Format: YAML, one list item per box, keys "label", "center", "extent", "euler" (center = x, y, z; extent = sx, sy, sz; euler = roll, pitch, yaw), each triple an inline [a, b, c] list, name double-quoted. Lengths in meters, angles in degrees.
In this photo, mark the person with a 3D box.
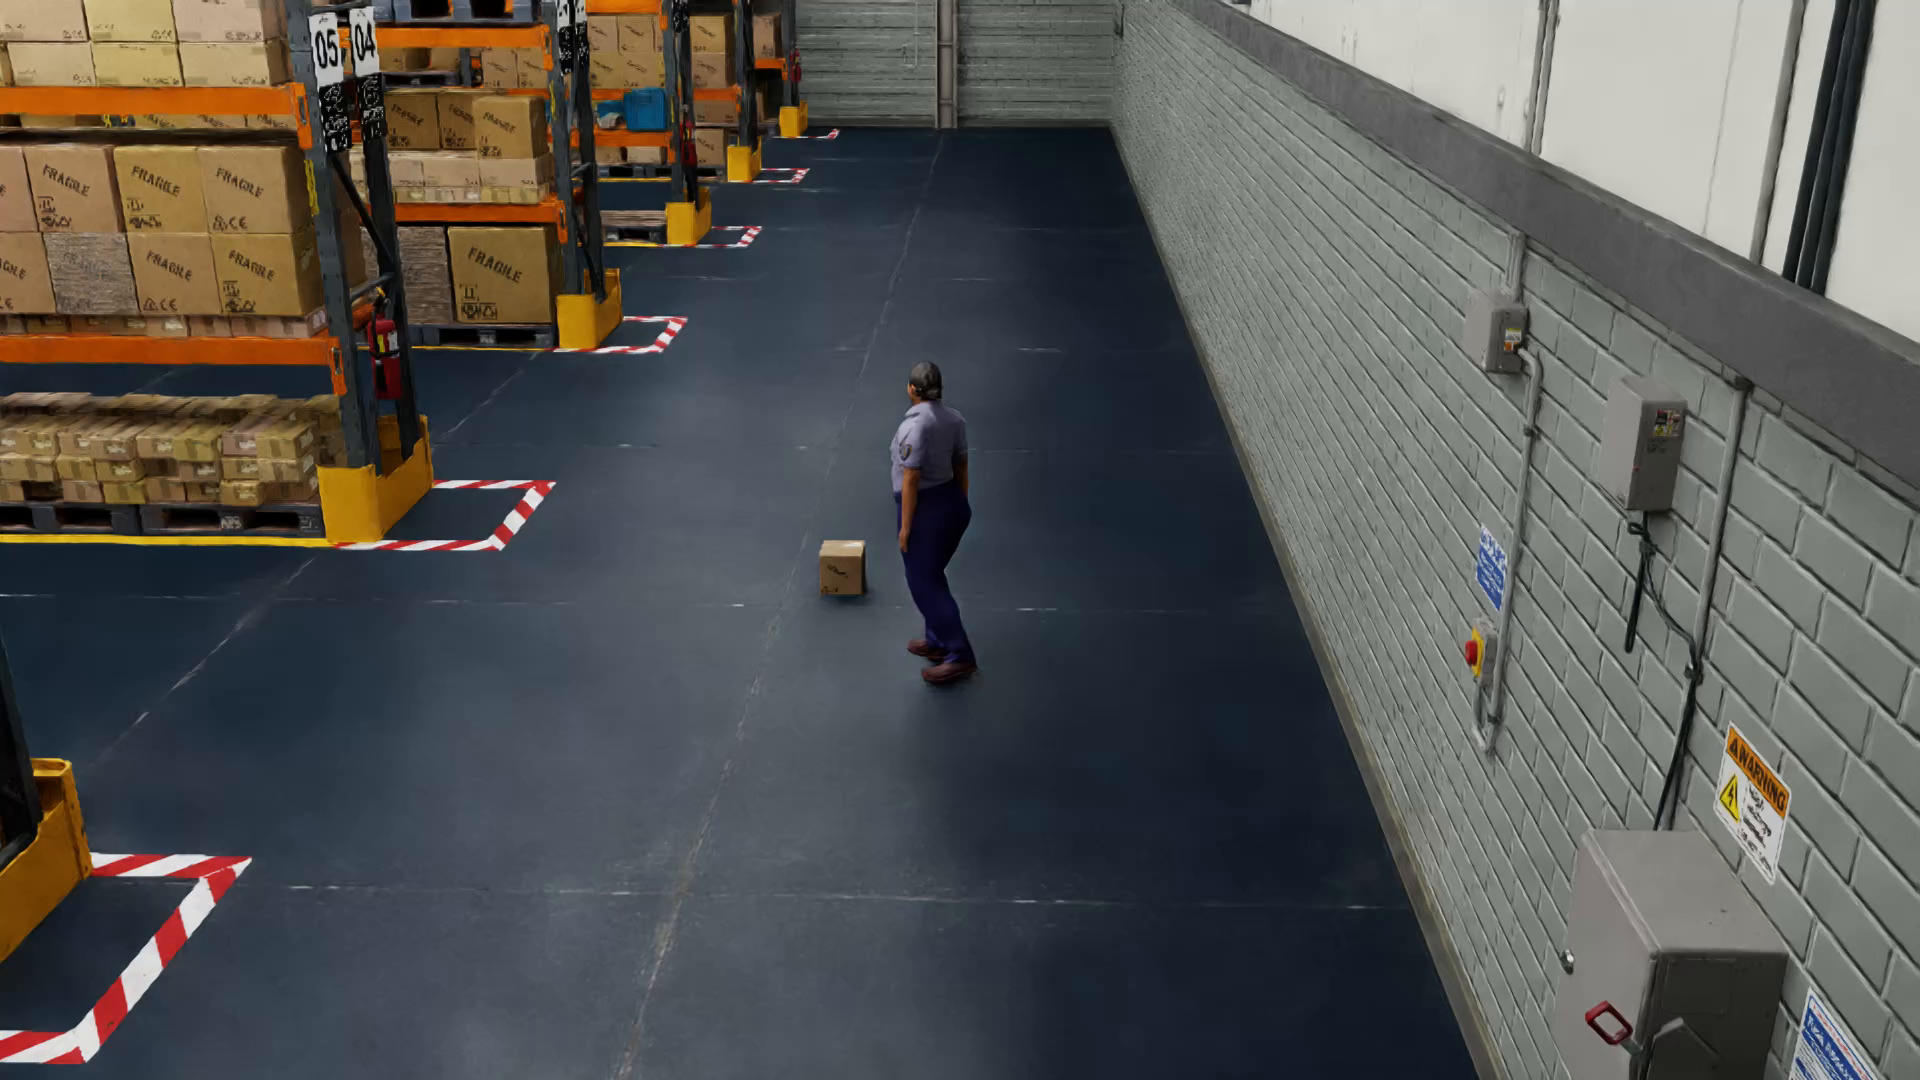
- label: "person"
  center: [-0.099, -0.100, 8.584]
  extent: [0.552, 1.634, 0.529]
  euler: [13, 25, 31]
